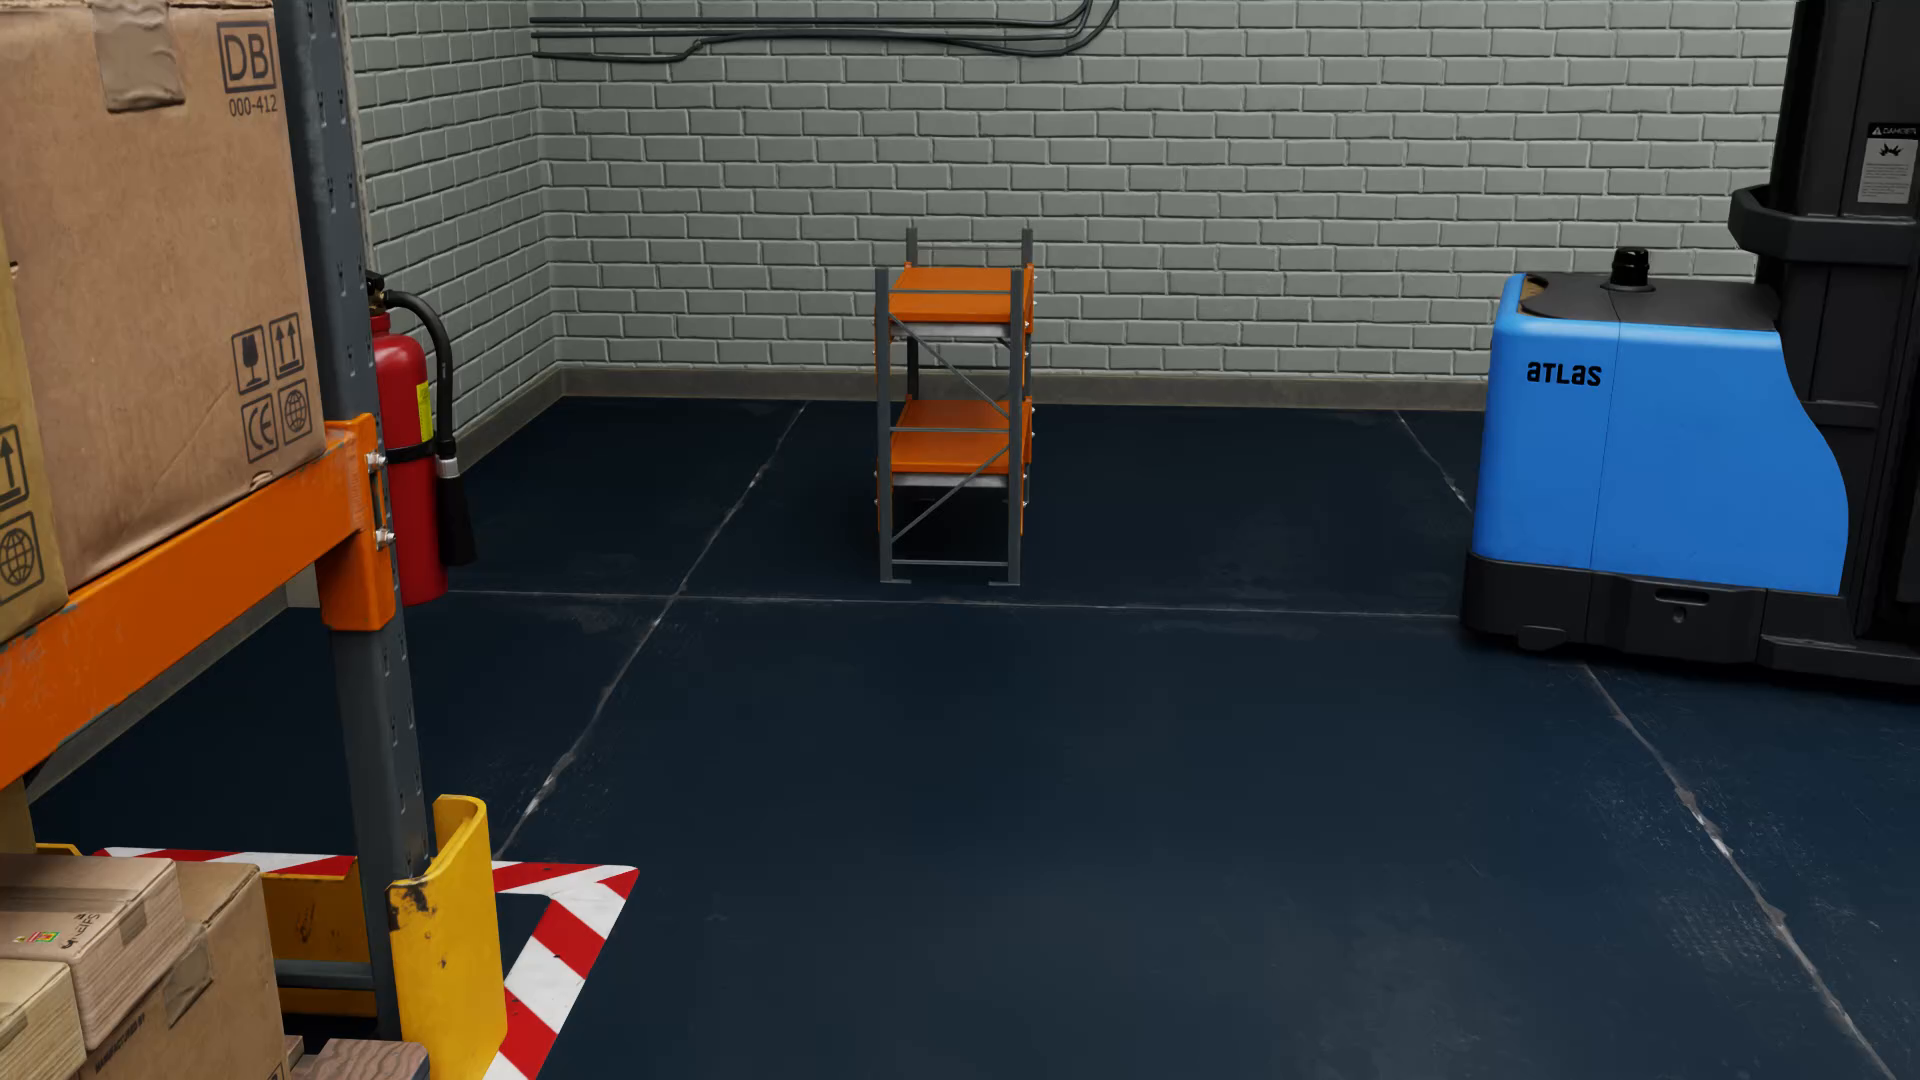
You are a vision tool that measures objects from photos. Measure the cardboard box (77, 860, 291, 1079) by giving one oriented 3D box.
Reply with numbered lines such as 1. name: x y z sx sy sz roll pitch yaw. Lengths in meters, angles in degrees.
1. cardboard box: -1.462 0.811 2.471 0.700 0.500 0.500 1 18 4

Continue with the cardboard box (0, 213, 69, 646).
1. cardboard box: -1.579 -0.155 1.596 0.980 0.700 0.700 1 18 3

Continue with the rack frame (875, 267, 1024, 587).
1. rack frame: -0.036 -0.379 5.772 0.500 1.125 0.032 1 18 4

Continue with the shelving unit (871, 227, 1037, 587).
1. shelving unit: 0.000 -0.537 6.254 0.538 1.125 1.048 1 18 4

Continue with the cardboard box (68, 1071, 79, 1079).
1. cardboard box: -1.498 0.966 1.996 0.700 0.500 0.500 1 18 4

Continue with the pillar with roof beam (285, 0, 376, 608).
1. pillar with roof beam: 2.113 -4.010 4.208 9.100 9.000 0.400 1 18 4

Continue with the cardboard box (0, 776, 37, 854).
1. cardboard box: -1.653 0.459 2.502 0.380 0.149 0.250 1 18 4

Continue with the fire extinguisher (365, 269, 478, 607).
1. fire extinguisher: -1.040 -0.220 2.999 0.296 0.674 0.183 1 18 4

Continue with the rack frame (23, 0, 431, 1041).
1. rack frame: -1.512 -0.397 2.817 1.000 3.000 0.127 1 18 4

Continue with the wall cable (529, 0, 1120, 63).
1. wall cable: -0.750 -3.521 7.703 3.097 2.526 0.112 1 18 4

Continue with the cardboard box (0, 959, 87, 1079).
1. cardboard box: -1.307 0.626 1.993 0.380 0.149 0.250 2 18 5

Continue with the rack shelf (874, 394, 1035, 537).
1. rack shelf: 0.000 -0.304 6.330 0.538 0.278 1.000 1 18 4

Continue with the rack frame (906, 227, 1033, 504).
1. rack frame: 0.037 -0.695 6.736 0.500 1.125 0.032 1 18 4

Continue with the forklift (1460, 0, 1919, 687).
1. forklift: 3.196 -1.034 4.873 3.031 2.935 1.130 6 19 19

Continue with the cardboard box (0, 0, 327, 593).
1. cardboard box: -1.538 -0.381 2.286 0.980 0.700 0.700 2 18 6

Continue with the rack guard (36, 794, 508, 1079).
1. rack guard: -1.510 0.783 3.229 1.175 0.500 0.348 1 18 4

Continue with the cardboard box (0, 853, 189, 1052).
1. cardboard box: -1.289 0.547 2.236 0.380 0.149 0.250 1 18 3

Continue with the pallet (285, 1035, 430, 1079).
1. pallet: -1.491 1.178 2.488 1.003 0.211 1.213 1 18 4

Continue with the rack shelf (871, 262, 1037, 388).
1. rack shelf: 0.000 -0.815 6.163 0.538 0.278 1.000 1 18 4

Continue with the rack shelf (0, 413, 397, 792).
1. rack shelf: -1.655 0.566 1.033 1.077 0.370 4.000 1 18 4
